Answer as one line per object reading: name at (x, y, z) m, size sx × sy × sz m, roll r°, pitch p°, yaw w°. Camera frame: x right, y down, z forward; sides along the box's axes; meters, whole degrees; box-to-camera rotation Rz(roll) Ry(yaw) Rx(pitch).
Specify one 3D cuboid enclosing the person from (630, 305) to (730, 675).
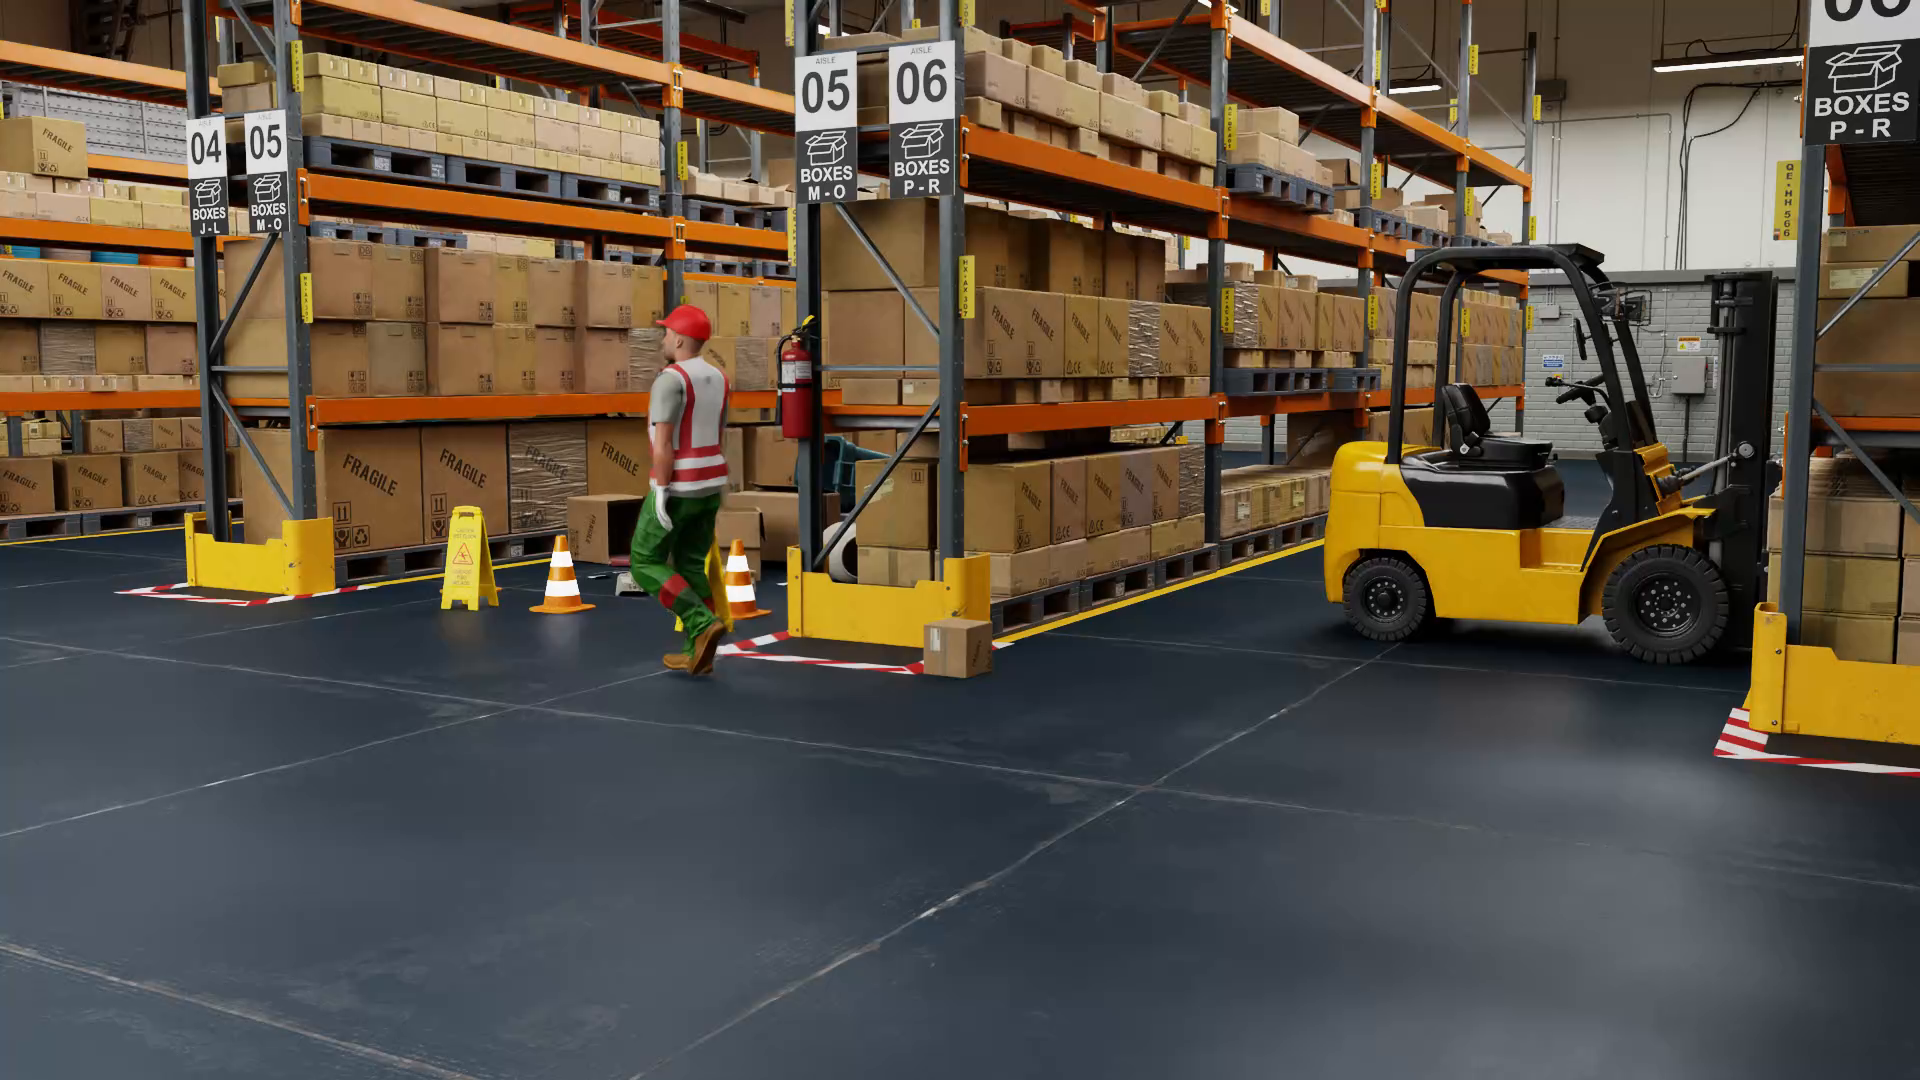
person at (-1.297, -0.234, 7.992) m, size 0.513 × 1.780 × 0.544 m, roll 3°, pitch 7°, yaw 30°
